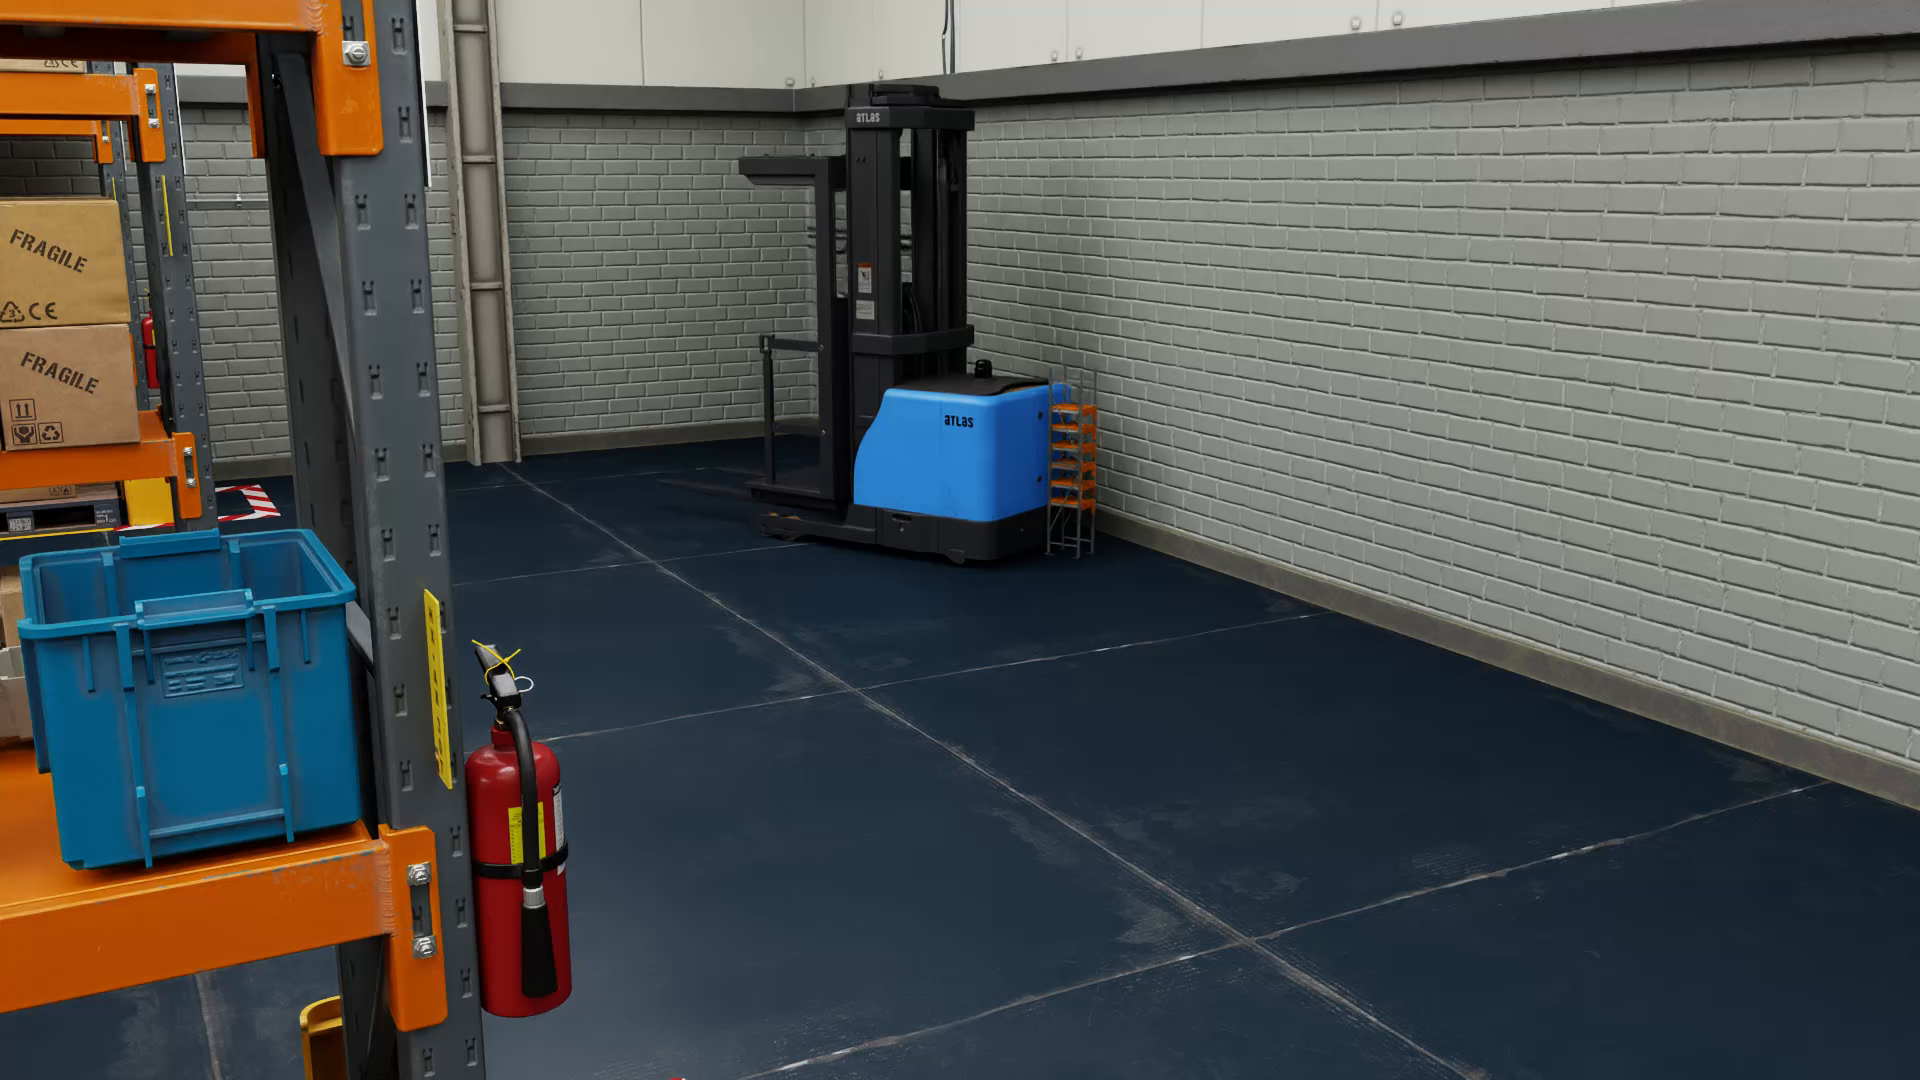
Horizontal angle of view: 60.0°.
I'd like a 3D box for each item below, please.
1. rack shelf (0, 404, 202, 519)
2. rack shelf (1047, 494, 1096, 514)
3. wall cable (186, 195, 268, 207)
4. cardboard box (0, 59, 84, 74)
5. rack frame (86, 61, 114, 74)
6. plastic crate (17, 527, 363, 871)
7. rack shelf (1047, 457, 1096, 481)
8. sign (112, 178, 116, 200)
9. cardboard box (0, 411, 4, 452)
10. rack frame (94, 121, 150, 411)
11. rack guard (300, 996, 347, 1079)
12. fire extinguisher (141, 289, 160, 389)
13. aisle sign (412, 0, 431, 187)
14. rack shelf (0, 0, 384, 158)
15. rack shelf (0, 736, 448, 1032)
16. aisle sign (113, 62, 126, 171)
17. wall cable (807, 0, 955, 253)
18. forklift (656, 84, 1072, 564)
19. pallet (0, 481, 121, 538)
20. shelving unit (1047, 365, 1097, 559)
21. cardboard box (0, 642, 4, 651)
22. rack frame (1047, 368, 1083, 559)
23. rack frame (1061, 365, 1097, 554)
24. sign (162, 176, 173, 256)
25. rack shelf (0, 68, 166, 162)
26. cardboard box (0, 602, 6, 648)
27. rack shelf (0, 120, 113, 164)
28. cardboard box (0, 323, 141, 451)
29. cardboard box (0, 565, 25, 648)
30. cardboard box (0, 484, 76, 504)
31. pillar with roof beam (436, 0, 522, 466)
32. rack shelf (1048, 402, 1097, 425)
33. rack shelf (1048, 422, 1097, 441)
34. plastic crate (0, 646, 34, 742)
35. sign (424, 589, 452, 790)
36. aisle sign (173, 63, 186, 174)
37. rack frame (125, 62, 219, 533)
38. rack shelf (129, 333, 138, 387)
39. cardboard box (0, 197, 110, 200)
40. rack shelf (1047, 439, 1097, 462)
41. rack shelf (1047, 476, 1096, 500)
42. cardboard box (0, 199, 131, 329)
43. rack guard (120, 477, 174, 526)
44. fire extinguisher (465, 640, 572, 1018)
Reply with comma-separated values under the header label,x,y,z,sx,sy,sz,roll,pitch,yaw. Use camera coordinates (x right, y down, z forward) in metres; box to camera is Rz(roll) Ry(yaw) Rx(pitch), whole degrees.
label,x,y,z,sx,sy,sz,roll,pitch,yaw
rack shelf,-5.280,-0.168,6.661,4.000,0.370,1.077,-7,14,-28
rack shelf,0.711,-0.216,10.631,0.258,0.103,0.180,8,15,33
wall cable,-5.231,-2.496,13.054,1.851,1.984,0.084,-7,14,-28
cardboard box,-3.849,-2.014,6.738,0.500,0.250,0.500,-7,14,-28
rack frame,-5.901,-4.610,11.098,0.127,3.000,1.000,-7,14,-28
plastic crate,-1.359,0.251,2.946,0.499,0.435,0.616,-7,14,-28
rack shelf,0.711,-0.450,10.579,0.258,0.103,0.180,8,15,33
sign,-5.654,-2.258,11.133,0.005,0.325,0.100,-7,14,-28
cardboard box,-4.241,-0.623,6.818,0.500,0.500,0.500,-7,14,-27
rack frame,-5.901,-1.683,11.757,0.127,3.000,1.000,-7,14,-28
rack guard,-1.140,1.440,3.570,0.348,0.500,1.175,-7,14,-28
fire extinguisher,-5.548,-1.391,11.482,0.183,0.674,0.296,-7,14,-28
aisle sign,-0.951,-0.993,2.771,0.004,0.787,0.394,-7,14,-28
rack shelf,-2.910,-0.676,2.088,4.000,0.370,1.077,-7,14,-28
rack shelf,-2.910,0.787,2.417,4.000,0.370,1.077,-7,14,-28
aisle sign,-5.694,-2.901,11.248,0.004,0.787,0.394,-7,14,-28
wall cable,-0.766,-3.621,13.777,0.112,2.526,3.097,-7,14,-28
forklift,-0.766,-1.510,11.142,3.031,2.935,1.130,9,15,34
pallet,-6.566,-0.224,11.622,1.213,0.211,1.003,-7,14,-28
shelving unit,0.711,-0.493,10.569,0.258,1.200,0.189,8,15,33
cardboard box,-4.282,0.569,7.202,0.250,0.166,0.380,-7,14,-28
rack frame,0.661,-0.477,10.494,0.240,1.200,0.006,8,15,33
rack frame,0.761,-0.510,10.643,0.240,1.200,0.006,8,15,33
sign,-3.276,-1.339,6.870,0.005,0.325,0.100,-7,14,-28
rack shelf,-5.280,-1.631,6.331,4.000,0.370,1.077,-7,14,-28
cardboard box,-4.577,0.453,7.525,0.500,0.250,0.500,-7,14,-28
rack shelf,-7.657,-2.585,10.572,4.000,0.370,1.077,-7,14,-28
cardboard box,-3.787,-0.678,7.063,0.500,0.500,0.500,-6,14,-26
cardboard box,-3.884,0.381,7.278,0.500,0.500,0.500,-7,14,-28
cardboard box,-6.468,-0.576,11.572,0.500,0.500,0.700,-7,14,-28
pillar with roof beam,-1.883,-4.231,9.415,0.400,9.000,9.100,-7,14,-28
rack shelf,0.711,-0.801,10.499,0.258,0.103,0.180,8,15,33
rack shelf,0.711,-0.684,10.526,0.258,0.103,0.180,8,15,33
plastic crate,-1.850,0.306,3.383,0.298,0.136,0.250,-7,14,-28
sign,-0.877,0.251,2.792,0.005,0.325,0.100,-7,14,-28
aisle sign,-3.318,-1.945,7.001,0.004,0.787,0.394,-7,14,-28
rack frame,-3.525,-0.729,7.517,0.127,3.000,1.000,-7,14,-28
rack shelf,-7.657,-1.122,10.901,4.000,0.370,1.077,-7,14,-28
cardboard box,-4.040,-1.270,7.414,0.500,0.500,0.500,-6,14,-26
rack shelf,0.711,-0.567,10.552,0.258,0.103,0.180,8,15,33
rack shelf,0.711,-0.333,10.605,0.258,0.103,0.180,8,15,33
cardboard box,-3.783,-1.166,6.952,0.500,0.500,0.500,-7,14,-28
rack guard,-5.880,-0.466,12.043,0.348,0.500,1.175,-7,14,-28
fire extinguisher,-0.804,0.517,3.004,0.183,0.674,0.296,-7,14,-28
